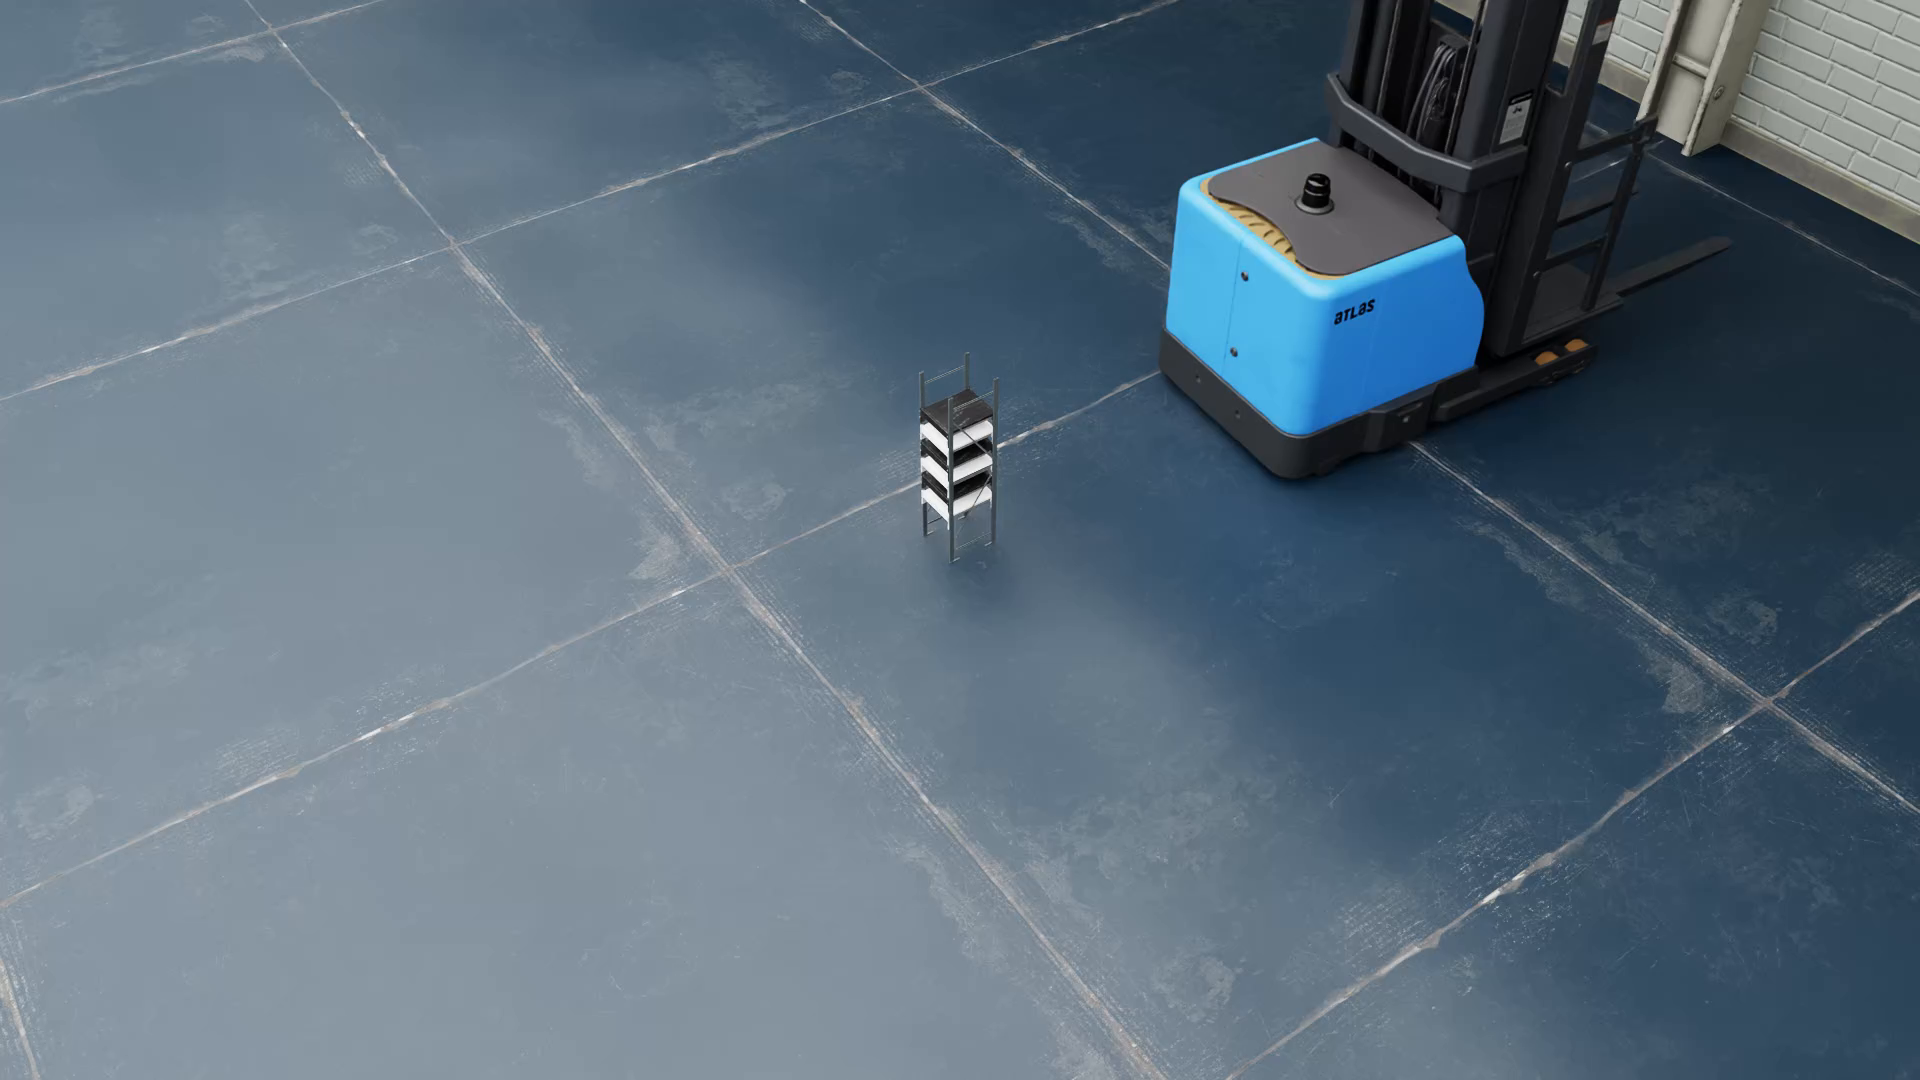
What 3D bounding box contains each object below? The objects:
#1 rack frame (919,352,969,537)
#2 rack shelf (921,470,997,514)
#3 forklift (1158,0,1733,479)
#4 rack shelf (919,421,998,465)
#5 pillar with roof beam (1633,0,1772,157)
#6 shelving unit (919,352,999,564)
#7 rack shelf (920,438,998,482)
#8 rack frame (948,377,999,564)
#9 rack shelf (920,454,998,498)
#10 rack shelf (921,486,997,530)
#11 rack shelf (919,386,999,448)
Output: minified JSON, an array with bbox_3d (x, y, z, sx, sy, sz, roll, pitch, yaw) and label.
[{"bbox_3d":[-0.063,-0.388,6.995,0.240,0.900,0.006,-26,49,-24],"label":"rack frame"},{"bbox_3d":[-0.005,-0.241,7.020,0.258,0.077,0.200,-26,49,-24],"label":"rack shelf"},{"bbox_3d":[2.489,-2.096,7.314,3.031,2.935,1.130,-22,48,-21],"label":"forklift"},{"bbox_3d":[-0.005,-0.436,6.834,0.258,0.077,0.200,-26,49,-24],"label":"rack shelf"},{"bbox_3d":[0.664,-3.925,4.835,9.100,9.000,0.400,-26,49,-24],"label":"pillar with roof beam"},{"bbox_3d":[-0.005,-0.330,6.935,0.258,0.900,0.210,-26,49,-24],"label":"shelving unit"},{"bbox_3d":[-0.005,-0.371,6.896,0.258,0.077,0.200,-26,49,-24],"label":"rack shelf"},{"bbox_3d":[0.054,-0.273,6.875,0.240,0.900,0.006,-26,49,-24],"label":"rack frame"},{"bbox_3d":[-0.005,-0.306,6.958,0.258,0.077,0.200,-26,49,-24],"label":"rack shelf"},{"bbox_3d":[-0.005,-0.176,7.082,0.258,0.077,0.200,-26,49,-24],"label":"rack shelf"},{"bbox_3d":[-0.005,-0.501,6.772,0.258,0.077,0.200,-26,49,-24],"label":"rack shelf"}]
